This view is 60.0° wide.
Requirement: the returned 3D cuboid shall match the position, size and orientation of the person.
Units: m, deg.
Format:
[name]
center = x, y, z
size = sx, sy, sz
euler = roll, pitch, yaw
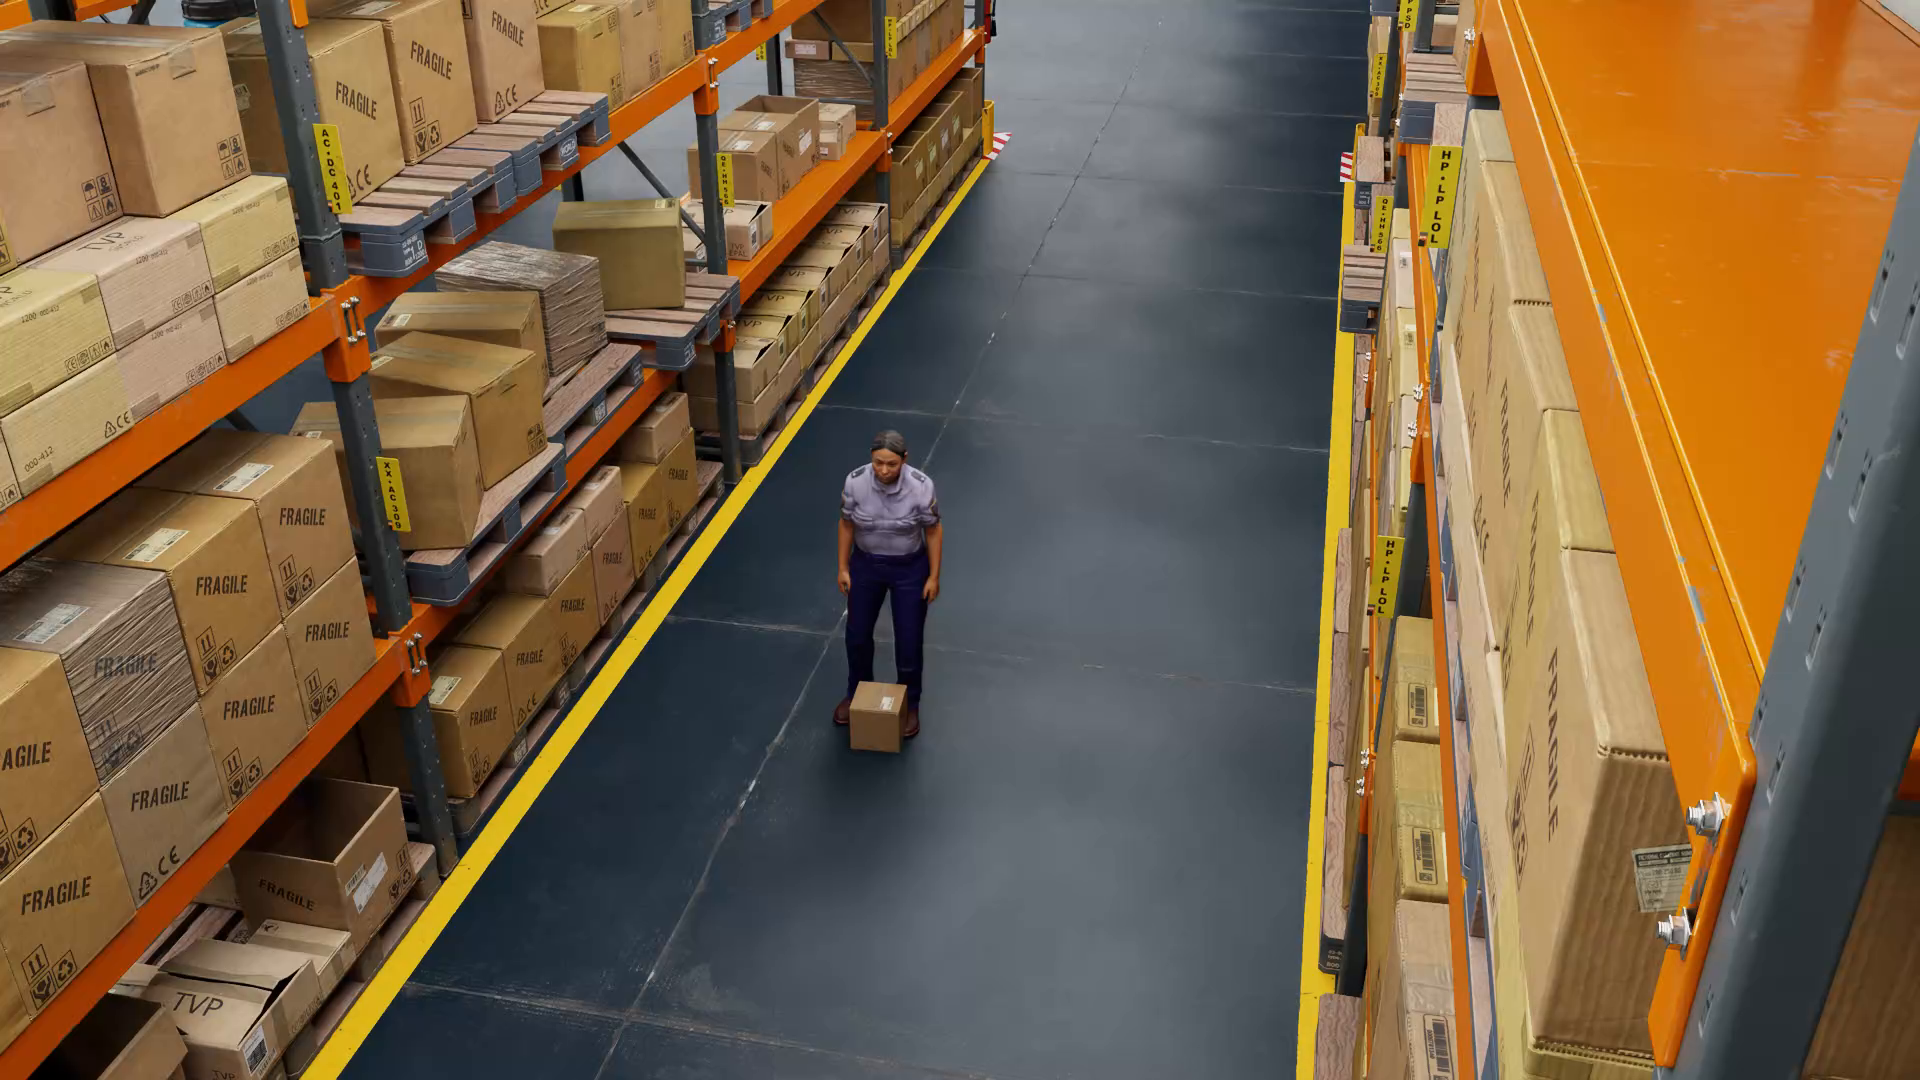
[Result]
[person]
center = -0.371, 0.193, 8.287
size = 0.557, 1.636, 0.425
euler = 4, 29, 8
